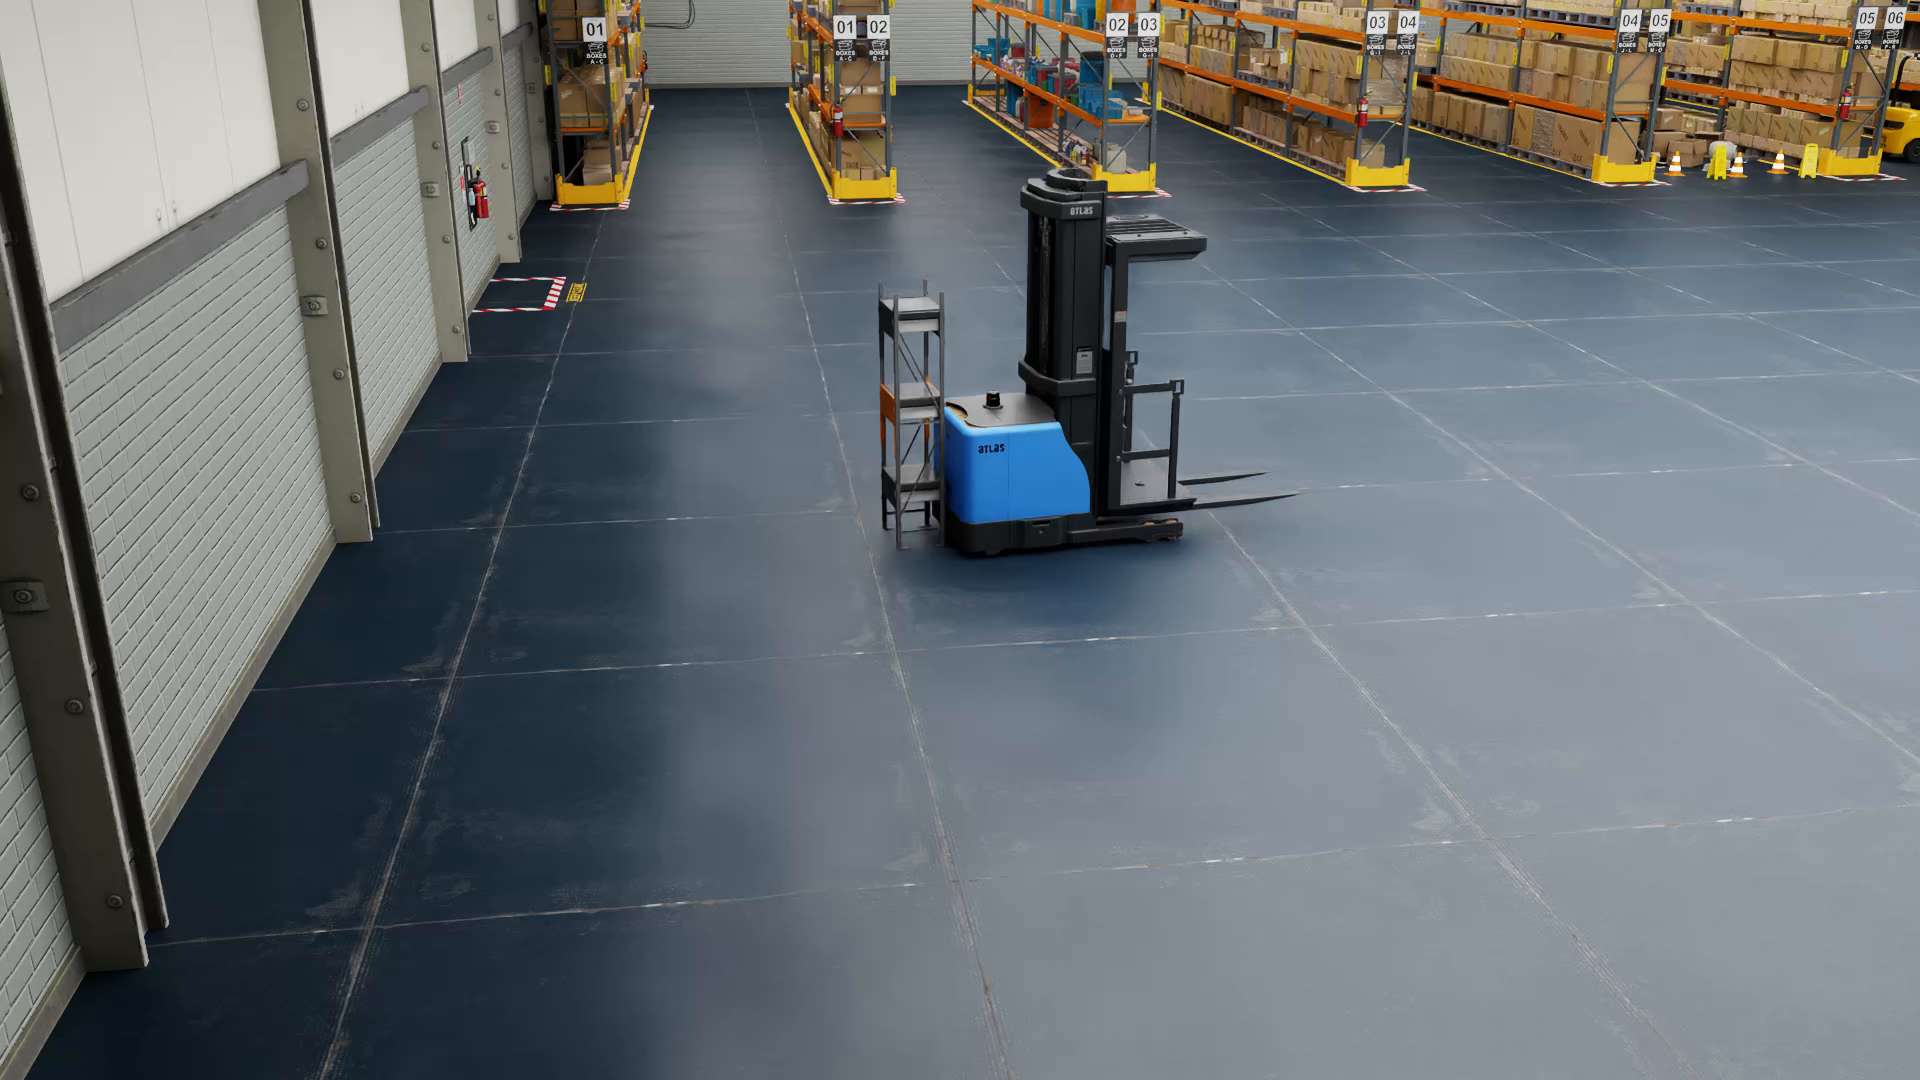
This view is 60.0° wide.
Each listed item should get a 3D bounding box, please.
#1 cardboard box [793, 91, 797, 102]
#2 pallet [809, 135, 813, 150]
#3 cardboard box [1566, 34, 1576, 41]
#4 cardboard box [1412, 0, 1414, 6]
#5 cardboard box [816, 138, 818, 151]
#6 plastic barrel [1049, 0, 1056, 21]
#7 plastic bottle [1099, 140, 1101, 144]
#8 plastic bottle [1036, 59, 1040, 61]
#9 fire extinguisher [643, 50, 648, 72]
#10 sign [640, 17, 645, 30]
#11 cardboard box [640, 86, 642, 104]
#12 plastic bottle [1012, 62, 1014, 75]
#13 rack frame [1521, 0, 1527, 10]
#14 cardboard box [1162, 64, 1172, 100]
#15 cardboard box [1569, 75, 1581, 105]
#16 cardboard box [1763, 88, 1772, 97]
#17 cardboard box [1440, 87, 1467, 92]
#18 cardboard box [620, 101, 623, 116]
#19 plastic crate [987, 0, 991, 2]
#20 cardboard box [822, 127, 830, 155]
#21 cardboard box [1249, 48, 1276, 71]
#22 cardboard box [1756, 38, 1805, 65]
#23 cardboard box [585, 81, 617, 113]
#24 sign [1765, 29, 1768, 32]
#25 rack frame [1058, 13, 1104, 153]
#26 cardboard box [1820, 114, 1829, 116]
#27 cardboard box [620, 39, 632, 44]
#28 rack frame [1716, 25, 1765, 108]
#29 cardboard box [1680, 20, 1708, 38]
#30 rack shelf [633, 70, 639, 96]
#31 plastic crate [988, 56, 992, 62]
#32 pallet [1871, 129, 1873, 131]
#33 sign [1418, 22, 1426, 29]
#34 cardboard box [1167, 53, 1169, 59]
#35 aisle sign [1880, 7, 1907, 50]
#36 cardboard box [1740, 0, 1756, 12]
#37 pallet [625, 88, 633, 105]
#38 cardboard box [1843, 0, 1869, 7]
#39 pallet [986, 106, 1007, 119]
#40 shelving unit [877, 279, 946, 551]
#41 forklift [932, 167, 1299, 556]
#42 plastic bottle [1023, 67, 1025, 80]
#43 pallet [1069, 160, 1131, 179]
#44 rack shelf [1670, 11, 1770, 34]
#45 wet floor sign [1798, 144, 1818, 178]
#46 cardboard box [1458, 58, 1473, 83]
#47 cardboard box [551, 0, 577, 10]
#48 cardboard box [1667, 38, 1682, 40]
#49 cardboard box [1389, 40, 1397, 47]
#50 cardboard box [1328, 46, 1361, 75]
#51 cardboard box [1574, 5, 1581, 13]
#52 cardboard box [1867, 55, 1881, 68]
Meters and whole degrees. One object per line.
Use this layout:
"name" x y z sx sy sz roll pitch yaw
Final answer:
"cardboard box" -4.200 -11.822 44.382 0.500 0.250 0.500 -3 21 -8
"pallet" -2.836 -8.916 37.288 1.003 0.211 1.213 -3 21 -8
"cardboard box" 15.997 -13.066 42.842 0.500 0.500 0.500 -3 21 -8
"cardboard box" 11.323 -13.206 40.357 0.500 0.500 0.500 -3 21 -8
"cardboard box" -2.758 -8.338 35.082 0.500 0.250 0.500 -3 21 -9
"plastic barrel" 2.180 -11.405 34.961 0.600 0.901 0.600 0 20 0
"plastic bottle" 2.941 -8.130 34.354 0.144 0.351 0.185 -3 21 -9
"plastic bottle" 1.911 -11.664 40.835 0.152 0.276 0.135 -3 21 -8
"fire extinguisher" -8.536 -12.893 44.593 0.296 0.674 0.183 -3 21 -8
"sign" -8.432 -13.704 44.128 0.100 0.325 0.005 -3 21 -8
"cardboard box" -8.699 -11.644 43.576 0.700 0.500 0.500 -3 21 -8
"plastic bottle" 1.295 -11.328 39.926 0.061 0.283 0.133 -3 21 -8
"rack frame" 12.386 -12.649 34.721 1.000 3.000 0.127 -3 21 -8
"cardboard box" 6.036 -12.447 45.191 0.875 0.875 0.875 -3 21 -8
"cardboard box" 12.807 -9.039 33.417 0.875 0.550 0.550 -3 21 -8
"cardboard box" 17.173 -9.437 35.054 0.380 0.149 0.250 -3 21 -7
"cardboard box" 11.950 -10.851 40.383 0.500 0.250 0.500 -4 21 -10
"cardboard box" -6.648 -8.144 31.419 0.500 0.250 0.500 -3 21 -7
"plastic crate" 0.849 -13.846 42.590 0.293 0.136 0.466 -3 21 -8
"cardboard box" -2.438 -7.862 32.737 0.500 0.500 0.500 -3 21 -8
"cardboard box" 7.005 -11.067 38.316 0.500 0.500 0.500 -6 21 -14
"cardboard box" 17.217 -10.261 34.905 0.700 0.500 0.500 -3 21 -9
"cardboard box" -6.436 -7.960 29.854 0.500 0.500 0.500 -3 21 -8
"sign" 21.577 -13.716 44.498 0.100 0.325 0.005 -3 21 -8
"rack frame" 2.562 -9.373 34.525 1.000 3.000 0.127 -3 21 -8
"cardboard box" 17.856 -8.654 34.858 0.500 0.500 0.500 -3 21 -7
"cardboard box" -7.782 -11.335 38.108 0.500 0.250 0.500 -3 21 -7
"rack frame" 21.028 -13.144 44.622 1.000 3.000 0.127 -3 21 -8
"cardboard box" 20.467 -14.260 46.326 0.500 0.500 0.500 -2 21 -6
"rack shelf" -8.106 -10.614 38.876 1.077 0.370 4.000 -3 21 -8
"plastic crate" 0.982 -12.416 42.980 0.437 0.125 0.590 -3 21 -8
"pallet" 21.685 -10.166 40.634 1.003 0.211 1.213 -3 21 -8
"sign" 14.648 -16.374 52.884 0.327 0.218 0.001 -3 21 -8
"cardboard box" 5.721 -12.897 44.320 0.380 0.149 0.250 -3 21 -7
"aisle sign" 18.162 -9.950 32.354 0.394 0.787 0.004 -3 21 -8
"cardboard box" 17.063 -11.431 35.537 0.500 0.250 0.500 -3 21 -9
"pallet" -7.207 -9.056 33.949 1.003 0.211 1.213 -3 21 -8
"cardboard box" 17.506 -10.501 32.478 0.380 0.149 0.250 -3 21 -7
"pallet" 1.265 -11.090 43.106 1.003 0.211 1.213 -3 21 -8
"shelving unit" -0.385 -1.002 13.398 0.431 2.100 0.503 -6 21 -15
"forklift" 1.339 -1.522 13.603 3.031 2.935 1.130 -6 21 -15
"plastic bottle" 1.505 -10.822 38.571 0.061 0.283 0.133 -3 21 -8
"pallet" 2.797 -7.409 33.252 1.003 0.211 1.213 -3 21 -8
"rack shelf" 16.982 -11.884 37.988 1.077 0.370 4.000 -3 21 -8
"wet floor sign" 16.815 -7.515 32.916 0.267 0.644 0.232 4 21 11
"cardboard box" 11.756 -10.751 38.070 0.500 0.500 0.500 -3 21 -8
"cardboard box" -6.985 -9.555 29.123 0.500 0.500 0.500 -2 21 -5
"cardboard box" 16.612 -11.543 39.167 0.500 0.500 0.500 -2 21 -5
"cardboard box" 10.986 -12.446 41.661 0.380 0.149 0.250 -3 21 -8
"cardboard box" 7.569 -9.417 32.645 0.500 0.500 0.500 -3 21 -8
"cardboard box" 12.397 -10.522 32.931 0.380 0.149 0.250 -3 21 -7
"cardboard box" 21.654 -11.226 38.987 0.500 0.250 0.500 -3 21 -7
